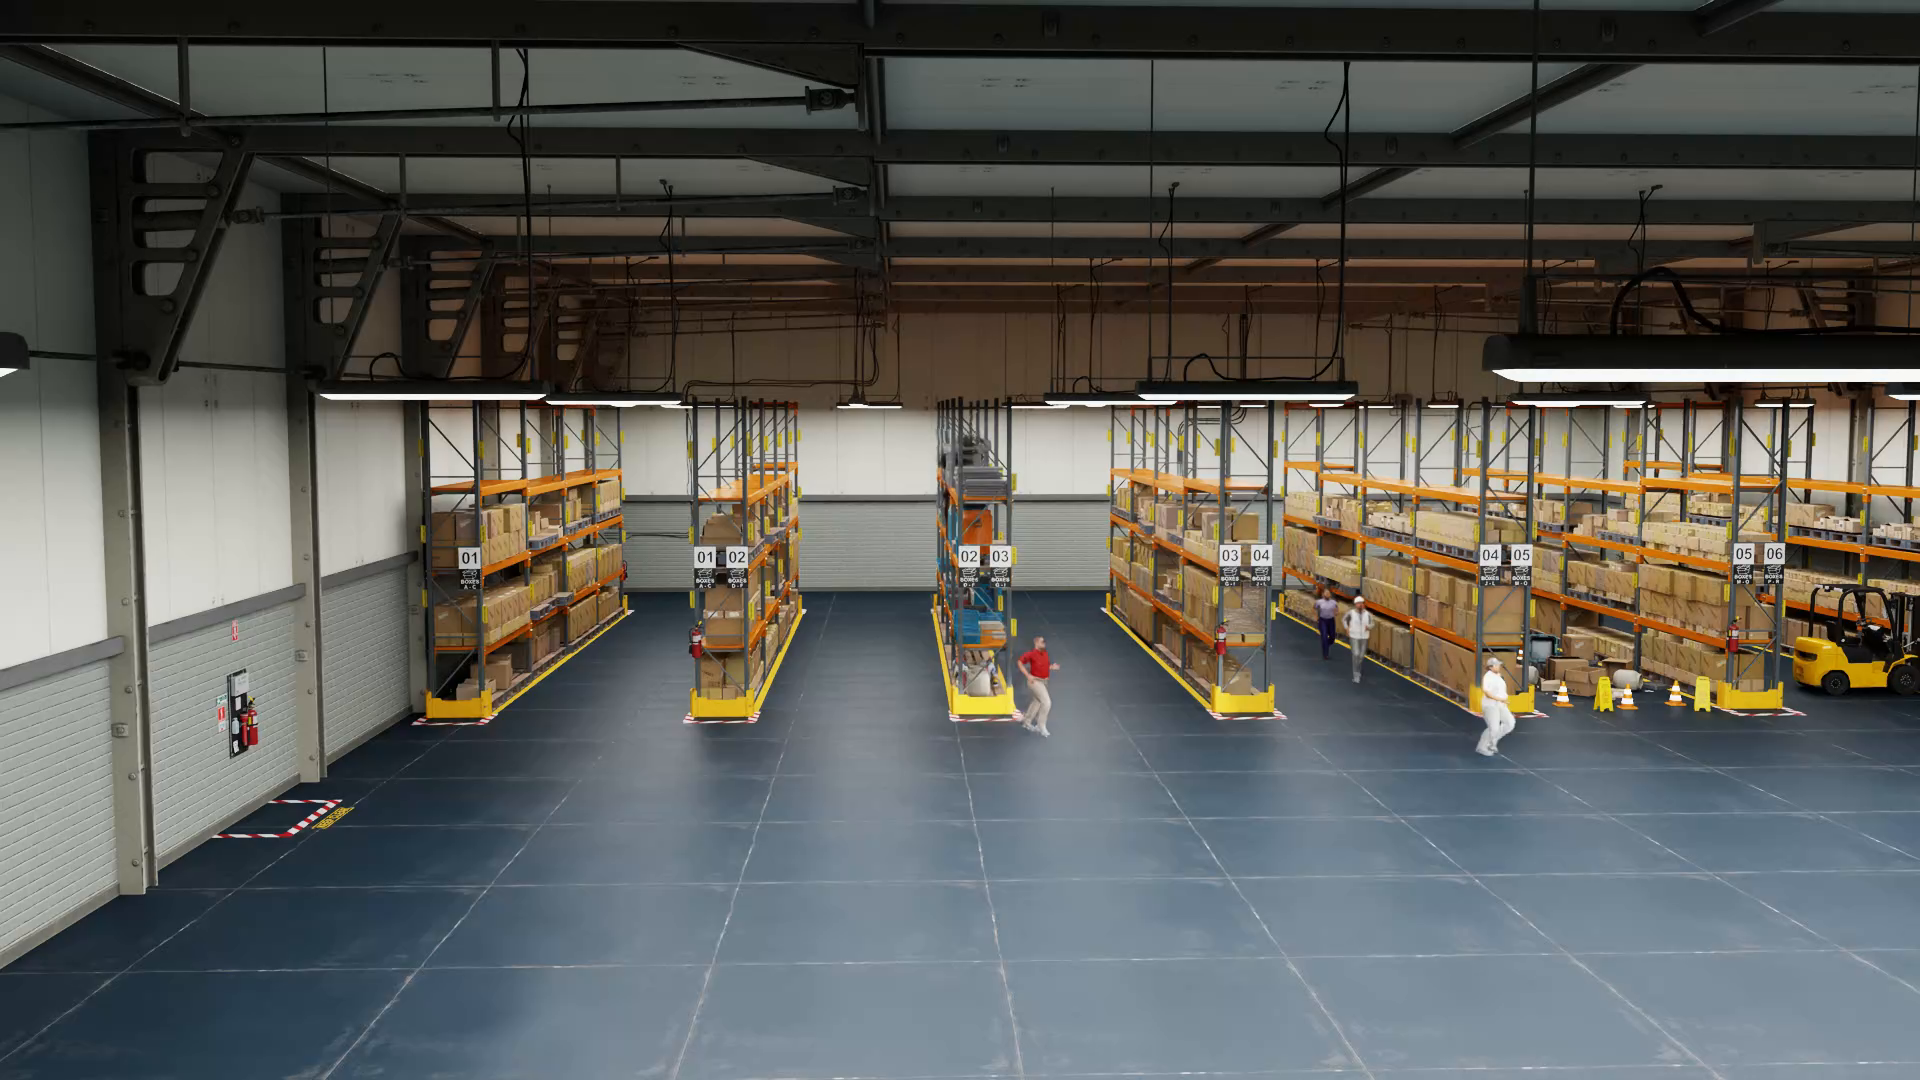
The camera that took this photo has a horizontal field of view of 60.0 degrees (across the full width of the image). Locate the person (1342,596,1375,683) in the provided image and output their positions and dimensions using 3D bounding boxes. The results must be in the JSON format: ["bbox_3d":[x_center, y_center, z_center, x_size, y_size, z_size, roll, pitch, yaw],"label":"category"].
[{"bbox_3d":[8.495,2.107,35.419,0.661,1.823,0.726,0,4,-2],"label":"person"}]

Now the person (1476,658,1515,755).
[{"bbox_3d":[8.920,2.768,27.707,0.588,1.626,0.618,4,6,38],"label":"person"}]

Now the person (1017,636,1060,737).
[{"bbox_3d":[1.409,2.594,29.481,0.739,1.778,0.649,3,5,30],"label":"person"}]

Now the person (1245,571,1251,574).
[{"bbox_3d":[8.010,1.328,46.075,0.743,1.661,0.565,0,4,-1],"label":"person"}]

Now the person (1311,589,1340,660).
[{"bbox_3d":[8.485,1.934,38.536,0.619,1.618,0.862,0,4,-4],"label":"person"}]
